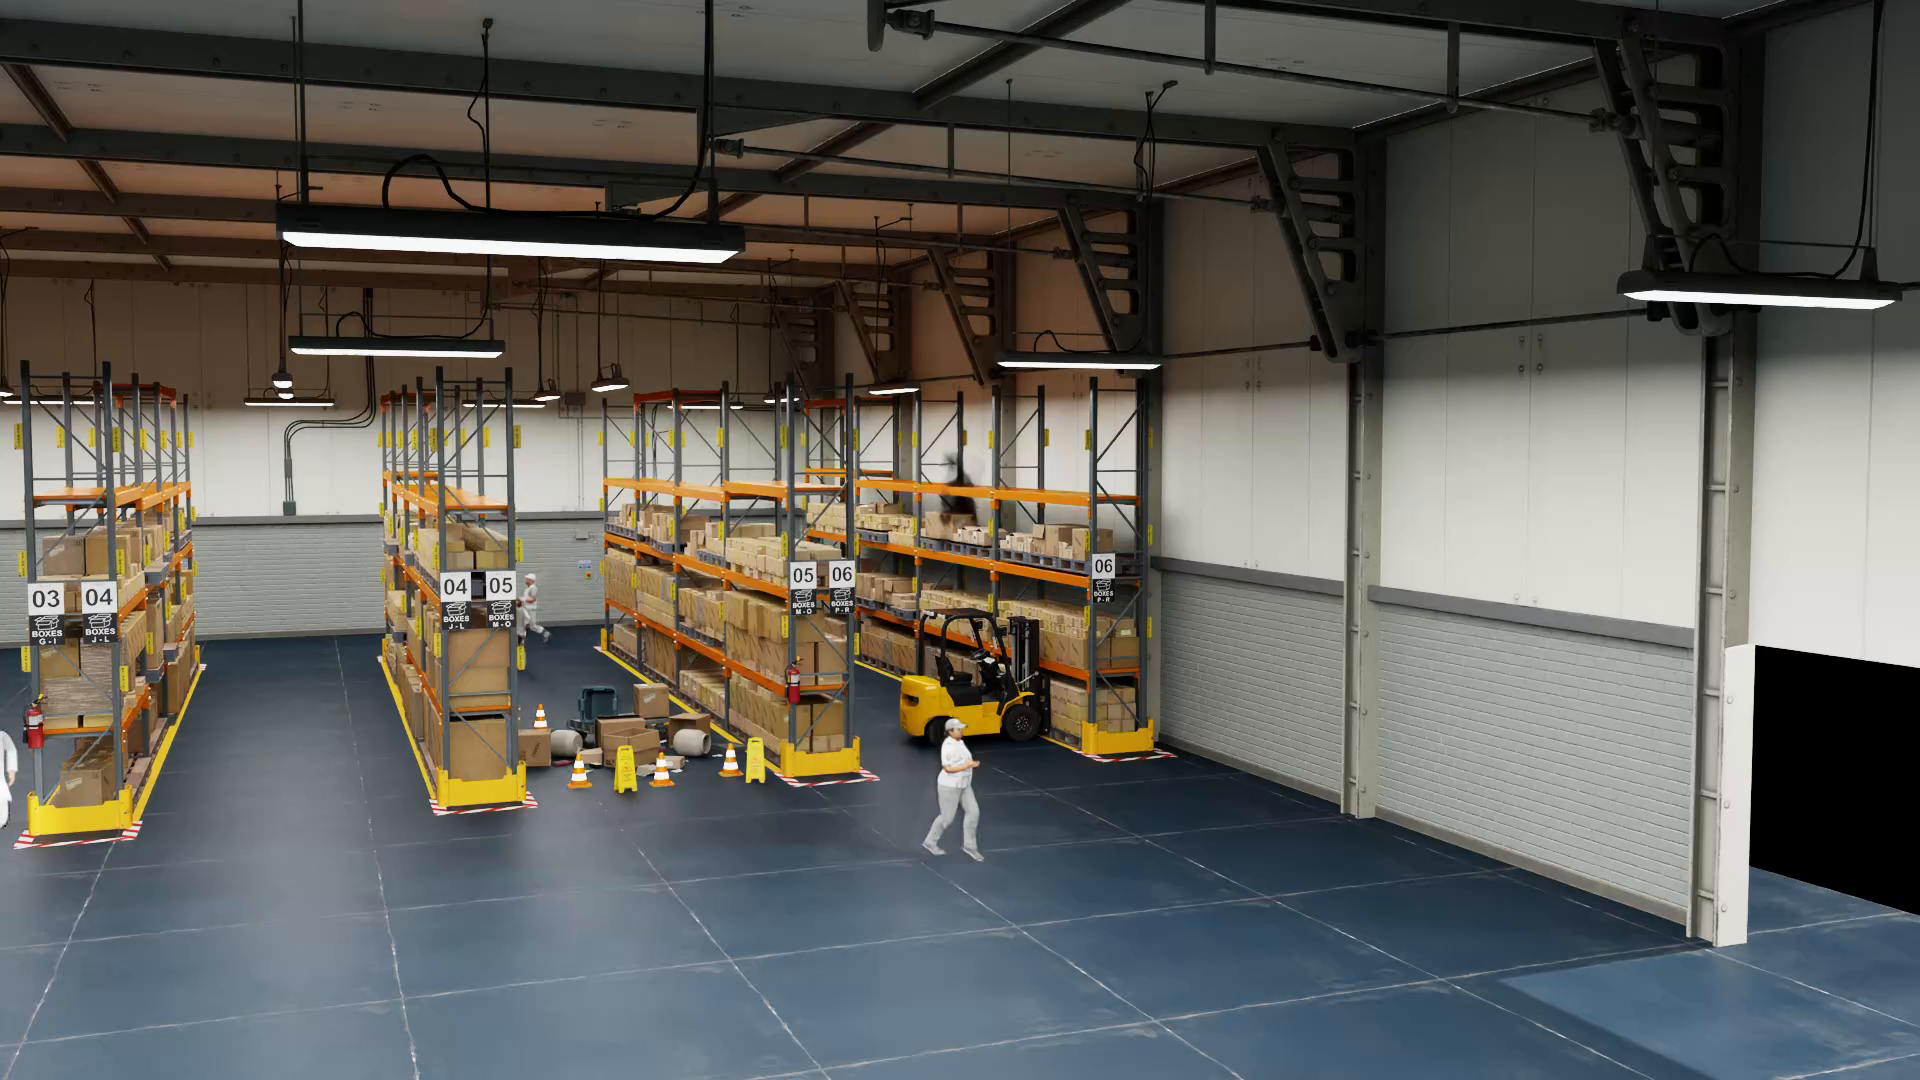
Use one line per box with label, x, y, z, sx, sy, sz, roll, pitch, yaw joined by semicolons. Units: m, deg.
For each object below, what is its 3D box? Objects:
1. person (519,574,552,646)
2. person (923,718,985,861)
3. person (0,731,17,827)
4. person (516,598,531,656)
person;-10.362;1.693;40.111;0.963;1.768;0.667;-2;4;-30
person;-0.082;2.974;19.809;0.735;1.718;0.588;2;4;25
person;-11.663;2.938;19.952;0.627;1.748;0.761;3;4;38
person;-9.648;2.054;36.269;0.514;1.583;0.972;-2;4;-35
